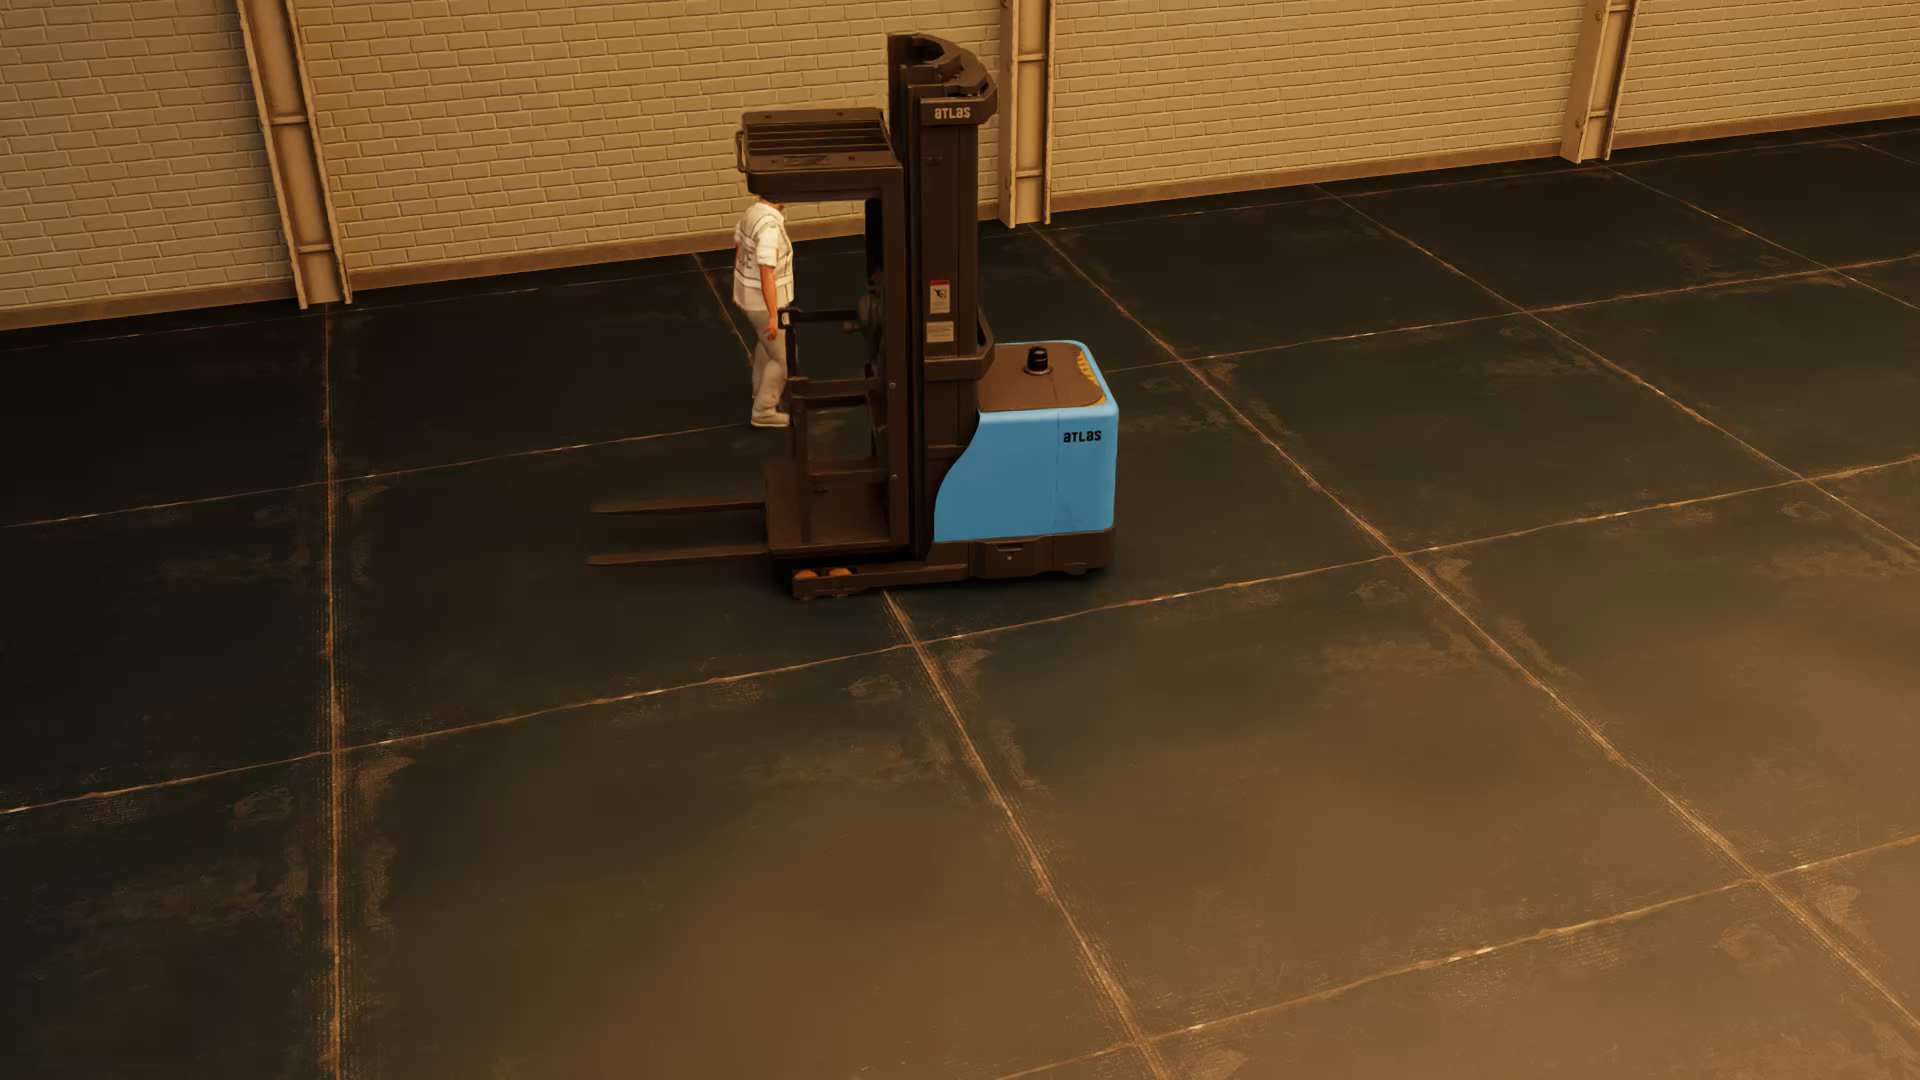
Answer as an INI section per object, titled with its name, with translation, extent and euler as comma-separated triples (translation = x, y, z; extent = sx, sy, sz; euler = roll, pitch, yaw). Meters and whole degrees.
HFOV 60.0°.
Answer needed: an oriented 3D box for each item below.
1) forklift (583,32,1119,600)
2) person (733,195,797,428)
[forklift]
translation = -0.665, -1.210, 9.190
extent = 3.031, 2.935, 1.130
euler = -4, 30, -7
[person]
translation = -1.294, -1.618, 11.133
extent = 0.422, 1.715, 0.871
euler = -13, 32, -21
